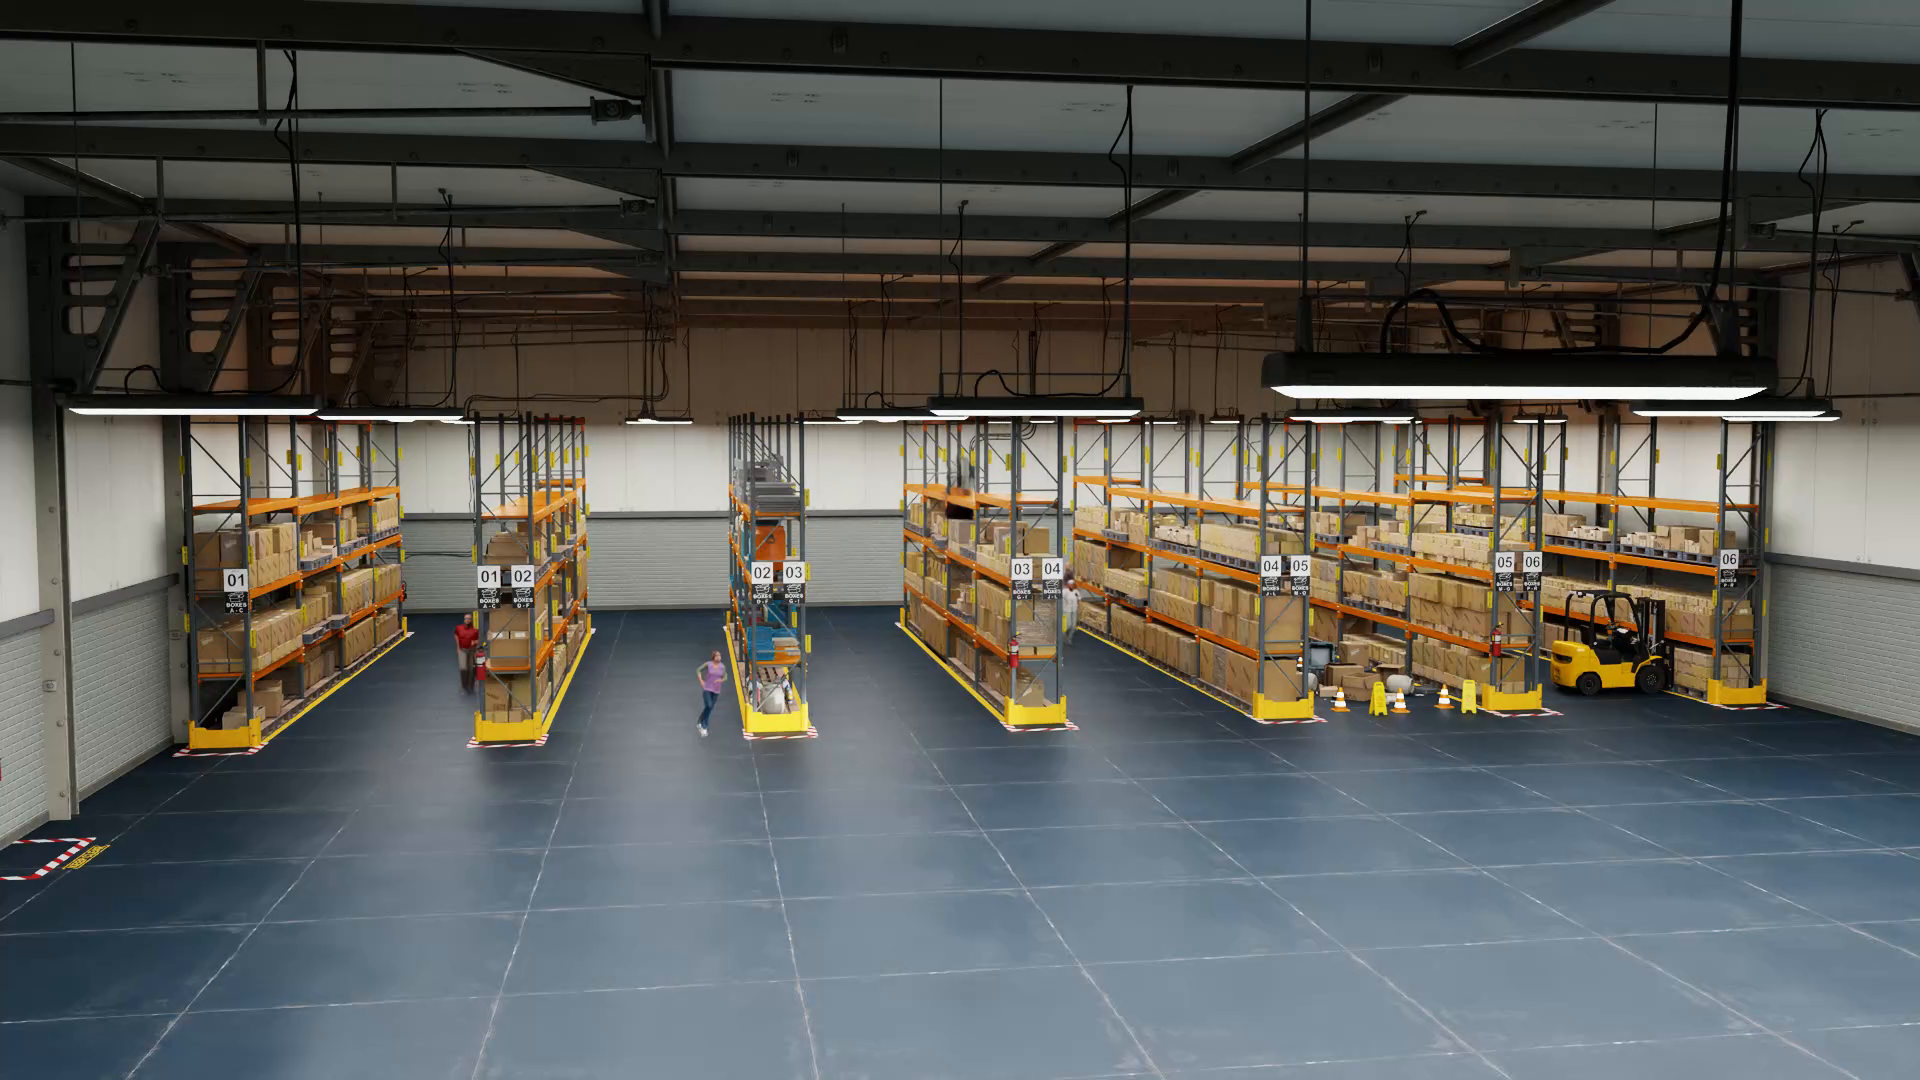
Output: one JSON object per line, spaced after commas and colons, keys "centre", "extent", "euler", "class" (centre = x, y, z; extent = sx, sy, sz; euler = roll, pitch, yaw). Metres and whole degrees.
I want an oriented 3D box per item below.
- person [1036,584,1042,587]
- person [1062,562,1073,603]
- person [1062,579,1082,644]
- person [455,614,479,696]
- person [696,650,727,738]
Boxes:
{"centre": [2.241, 1.754, 46.811], "extent": [0.610, 1.615, 0.611], "euler": [0, 4, -4], "class": "person"}
{"centre": [3.218, 1.510, 49.553], "extent": [0.753, 1.725, 0.753], "euler": [-1, 4, -17], "class": "person"}
{"centre": [2.765, 1.800, 41.545], "extent": [0.592, 1.631, 0.588], "euler": [-1, 4, -16], "class": "person"}
{"centre": [-10.546, 2.460, 35.711], "extent": [0.570, 1.777, 0.863], "euler": [-1, 4, -18], "class": "person"}
{"centre": [-4.636, 2.850, 30.974], "extent": [0.553, 1.616, 0.658], "euler": [-2, 4, -30], "class": "person"}
